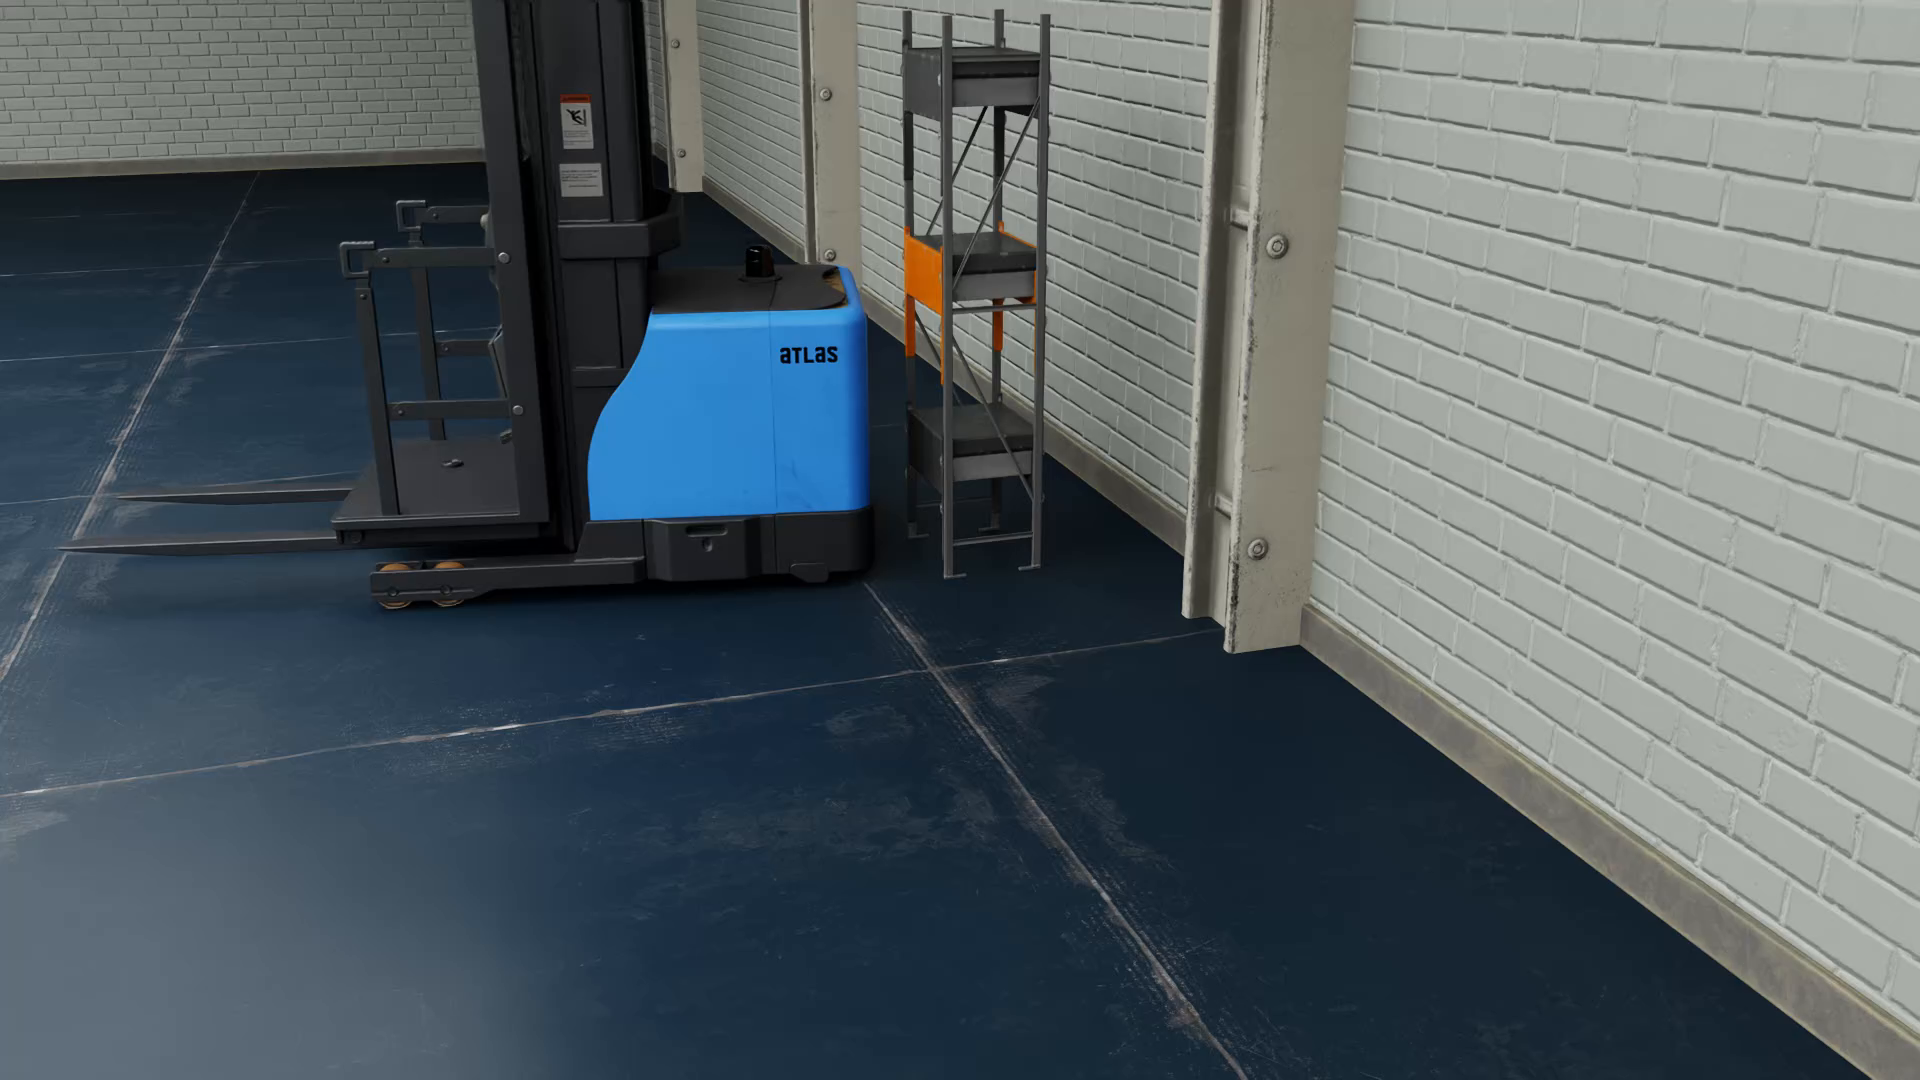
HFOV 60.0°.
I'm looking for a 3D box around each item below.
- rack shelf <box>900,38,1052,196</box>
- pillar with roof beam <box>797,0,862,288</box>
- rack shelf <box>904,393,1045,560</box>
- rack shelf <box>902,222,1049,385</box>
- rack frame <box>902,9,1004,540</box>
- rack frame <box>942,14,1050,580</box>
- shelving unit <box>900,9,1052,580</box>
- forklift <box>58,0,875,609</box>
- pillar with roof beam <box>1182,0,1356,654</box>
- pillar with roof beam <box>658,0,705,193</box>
[{"bbox_3d":[0.052,-1.581,6.182,0.431,0.518,0.480,-6,21,-17],"label":"rack shelf"},{"bbox_3d":[-4.945,-5.385,8.597,9.100,9.000,0.400,-6,21,-17],"label":"pillar with roof beam"},{"bbox_3d":[0.052,-0.263,6.655,0.431,0.518,0.480,-6,21,-17],"label":"rack shelf"},{"bbox_3d":[0.052,-0.922,6.418,0.431,0.518,0.480,-6,21,-17],"label":"rack shelf"},{"bbox_3d":[-0.025,-1.013,6.632,0.400,2.100,0.015,-6,21,-17],"label":"rack frame"},{"bbox_3d":[0.129,-0.857,6.196,0.400,2.100,0.015,-6,21,-17],"label":"rack frame"},{"bbox_3d":[0.052,-0.935,6.414,0.431,2.100,0.503,-6,21,-17],"label":"shelving unit"},{"bbox_3d":[-1.887,-1.311,6.231,3.031,2.935,1.130,-2,20,-6],"label":"forklift"},{"bbox_3d":[-3.059,-3.460,3.236,9.100,9.000,0.400,-6,21,-17],"label":"pillar with roof beam"},{"bbox_3d":[-6.831,-7.311,13.958,9.100,9.000,0.400,-6,21,-17],"label":"pillar with roof beam"}]
